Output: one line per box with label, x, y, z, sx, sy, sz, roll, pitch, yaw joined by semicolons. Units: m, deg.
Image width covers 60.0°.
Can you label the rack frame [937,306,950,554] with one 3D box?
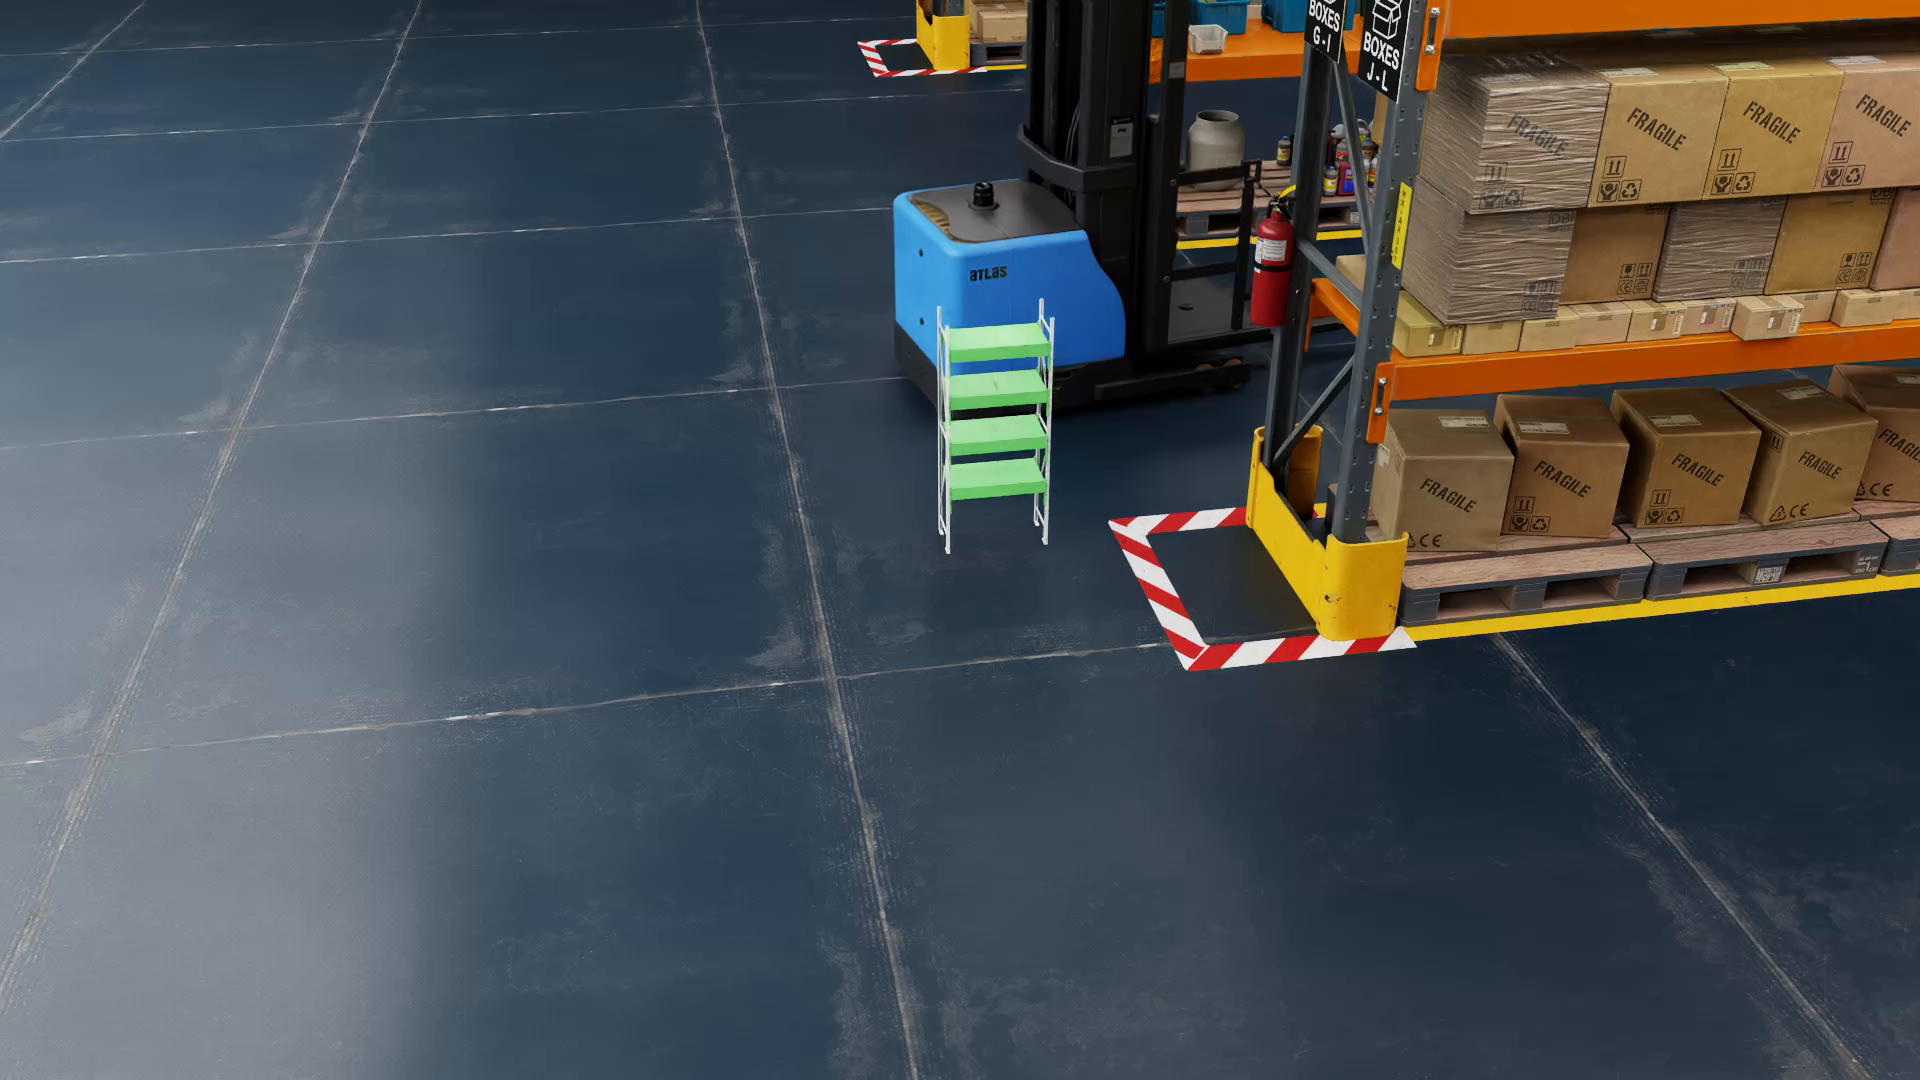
rack frame;-0.077;-0.510;7.934;0.015;1.200;0.240;-5;31;-9

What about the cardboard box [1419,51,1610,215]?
cardboard box;2.224;-1.649;6.716;0.500;0.500;0.500;-5;31;-9

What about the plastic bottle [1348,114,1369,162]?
plastic bottle;3.021;-3.075;12.699;0.185;0.351;0.144;-4;31;-7

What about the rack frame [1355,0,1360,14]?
rack frame;3.788;-6.437;16.238;0.127;3.000;1.000;-5;31;-9

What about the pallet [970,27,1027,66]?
pallet;0.598;-4.960;16.478;1.213;0.211;1.003;-5;31;-9

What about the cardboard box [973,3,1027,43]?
cardboard box;0.421;-5.005;16.102;0.500;0.250;0.500;-5;31;-9

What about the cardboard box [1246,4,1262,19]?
cardboard box;2.878;-5.241;16.502;0.500;0.250;0.500;-5;31;-9

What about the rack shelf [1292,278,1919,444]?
rack shelf;3.601;-1.005;7.709;4.000;0.370;1.077;-5;31;-9

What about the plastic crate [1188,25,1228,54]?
plastic crate;1.680;-3.409;11.349;0.250;0.136;0.298;-5;31;-9

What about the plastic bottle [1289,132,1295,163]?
plastic bottle;2.581;-3.026;12.683;0.133;0.283;0.061;-5;31;-8

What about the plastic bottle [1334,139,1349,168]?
plastic bottle;2.900;-2.933;12.605;0.097;0.201;0.097;0;30;0

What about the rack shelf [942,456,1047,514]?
rack shelf;0.163;-0.270;8.126;0.480;0.148;0.258;-5;31;-9

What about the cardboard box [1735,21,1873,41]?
cardboard box;3.607;-2.042;7.386;0.500;0.500;0.500;-5;31;-9

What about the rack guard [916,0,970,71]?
rack guard;-0.170;-4.992;16.246;0.348;0.500;1.175;-5;31;-9

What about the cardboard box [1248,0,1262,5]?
cardboard box;2.877;-5.565;16.313;0.500;0.500;0.500;-5;31;-9

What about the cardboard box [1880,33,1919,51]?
cardboard box;4.192;-1.830;7.024;0.500;0.500;0.500;-5;31;-9

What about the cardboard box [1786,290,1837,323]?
cardboard box;3.672;-1.109;7.424;0.250;0.149;0.380;-5;31;-9

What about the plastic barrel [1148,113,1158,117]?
plastic barrel;1.375;-2.808;12.107;0.421;0.512;0.421;0;30;0

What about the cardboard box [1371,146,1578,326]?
cardboard box;2.180;-1.340;7.178;0.500;0.500;0.875;-5;31;-9

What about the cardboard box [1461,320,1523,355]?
cardboard box;2.207;-0.944;7.144;0.250;0.149;0.380;-5;31;-9

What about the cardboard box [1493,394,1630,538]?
cardboard box;2.833;-0.356;7.948;0.500;0.500;0.500;2;31;4

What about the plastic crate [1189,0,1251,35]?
plastic crate;1.820;-3.789;11.881;0.408;0.251;0.499;-5;31;-9

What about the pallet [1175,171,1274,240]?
pallet;1.608;-2.501;12.296;1.213;0.211;1.003;-5;31;-9

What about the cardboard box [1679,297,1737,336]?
cardboard box;3.186;-1.048;7.322;0.250;0.149;0.380;-5;31;-9

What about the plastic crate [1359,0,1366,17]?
plastic crate;3.290;-3.892;12.119;0.662;0.188;0.450;-5;31;-9

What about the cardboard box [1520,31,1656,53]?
cardboard box;2.621;-1.956;7.239;0.500;0.500;0.500;-5;31;-9

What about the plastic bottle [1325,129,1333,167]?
plastic bottle;2.742;-2.963;12.575;0.133;0.283;0.061;-5;31;-9

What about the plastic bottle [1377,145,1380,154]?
plastic bottle;3.255;-2.988;12.625;0.135;0.276;0.152;-5;31;-9

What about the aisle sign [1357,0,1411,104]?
aisle sign;1.627;-2.098;6.293;0.004;0.787;0.394;-5;31;-9

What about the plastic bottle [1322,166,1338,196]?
plastic bottle;2.683;-2.605;12.047;0.097;0.201;0.097;0;30;0

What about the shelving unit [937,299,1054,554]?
shelving unit;0.163;-0.532;7.972;0.503;1.200;0.258;-5;31;-9

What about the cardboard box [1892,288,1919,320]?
cardboard box;4.172;-1.133;7.466;0.250;0.149;0.380;-5;31;-9

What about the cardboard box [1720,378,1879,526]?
cardboard box;4.009;-0.432;8.078;0.500;0.500;0.500;-8;31;-13

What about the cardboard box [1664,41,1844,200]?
cardboard box;3.209;-1.737;6.867;0.500;0.500;0.500;-5;31;-9

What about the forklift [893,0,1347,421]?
forklift;1.175;-2.360;9.371;3.031;2.935;1.130;-11;32;-18

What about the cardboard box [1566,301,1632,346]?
cardboard box;2.697;-0.993;7.227;0.250;0.149;0.380;-5;31;-9

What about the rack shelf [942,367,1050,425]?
rack shelf;0.163;-0.684;7.882;0.480;0.148;0.258;-5;31;-9

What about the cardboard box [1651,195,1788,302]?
cardboard box;3.150;-1.470;7.398;0.500;0.500;0.875;-5;31;-9

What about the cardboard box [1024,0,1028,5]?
cardboard box;0.912;-5.375;15.991;0.500;0.500;0.500;-5;31;-9

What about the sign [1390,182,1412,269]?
sign;1.732;-1.235;6.537;0.005;0.325;0.100;-5;31;-9

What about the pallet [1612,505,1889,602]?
pallet;3.712;-0.103;8.217;1.213;0.211;1.003;-5;31;-9

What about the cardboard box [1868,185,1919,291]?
cardboard box;4.143;-1.534;7.508;0.500;0.500;0.875;-5;31;-9

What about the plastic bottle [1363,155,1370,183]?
plastic bottle;2.919;-2.657;12.066;0.097;0.271;0.097;0;30;0

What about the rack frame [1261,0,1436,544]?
rack frame;1.634;-1.132;7.216;0.127;3.000;1.000;-5;31;-9

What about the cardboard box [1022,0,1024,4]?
cardboard box;0.817;-5.315;16.629;0.500;0.250;0.500;-5;31;-9
